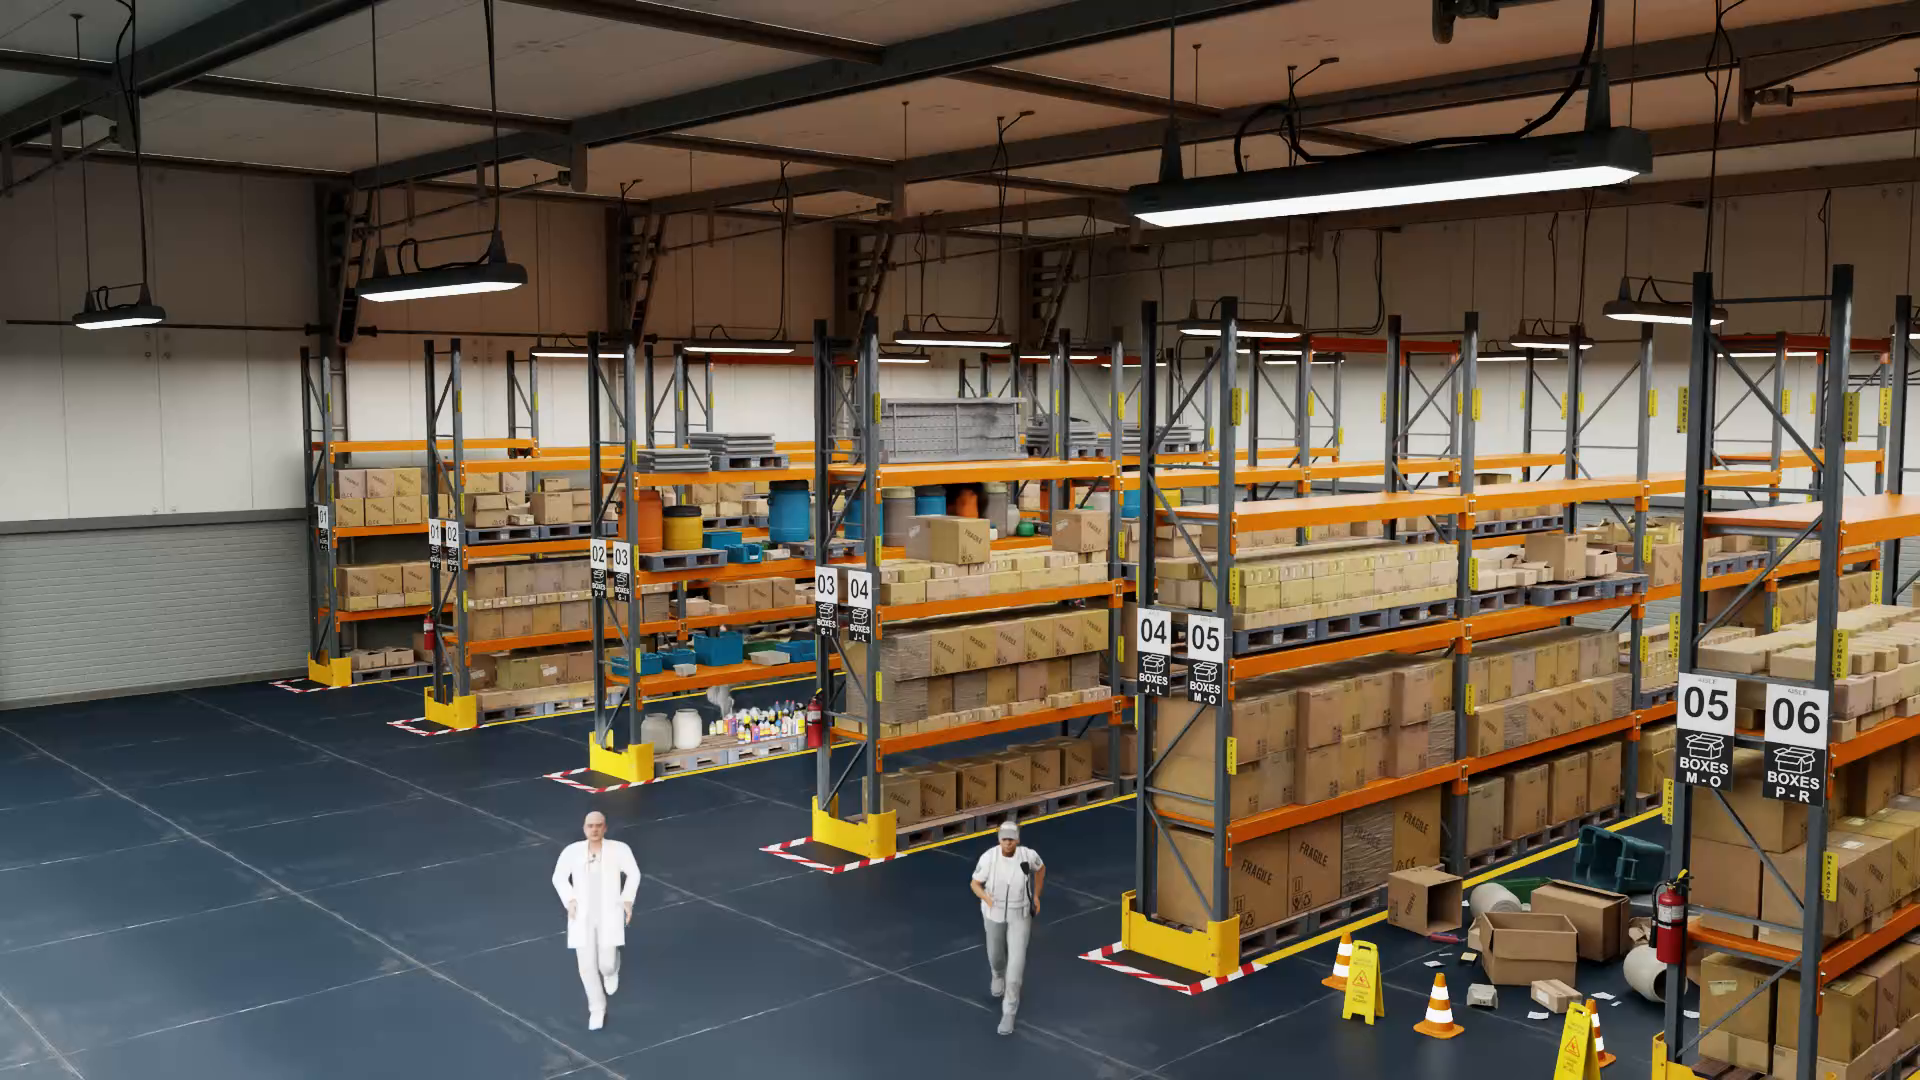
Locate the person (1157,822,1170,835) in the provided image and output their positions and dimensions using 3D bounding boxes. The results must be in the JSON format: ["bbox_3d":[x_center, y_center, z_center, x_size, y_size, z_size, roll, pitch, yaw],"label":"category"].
[{"bbox_3d":[2.323,2.782,17.283,0.658,1.737,0.600,4,6,38],"label":"person"}]

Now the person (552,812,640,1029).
[{"bbox_3d":[-3.010,3.101,13.768,0.712,1.739,0.652,-1,5,-7],"label":"person"}]

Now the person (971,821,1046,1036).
[{"bbox_3d":[0.399,3.130,13.802,0.605,1.678,0.945,1,5,6],"label":"person"}]

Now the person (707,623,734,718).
[{"bbox_3d":[-3.655,2.096,25.747,0.571,1.627,0.564,3,6,33],"label":"person"}]
